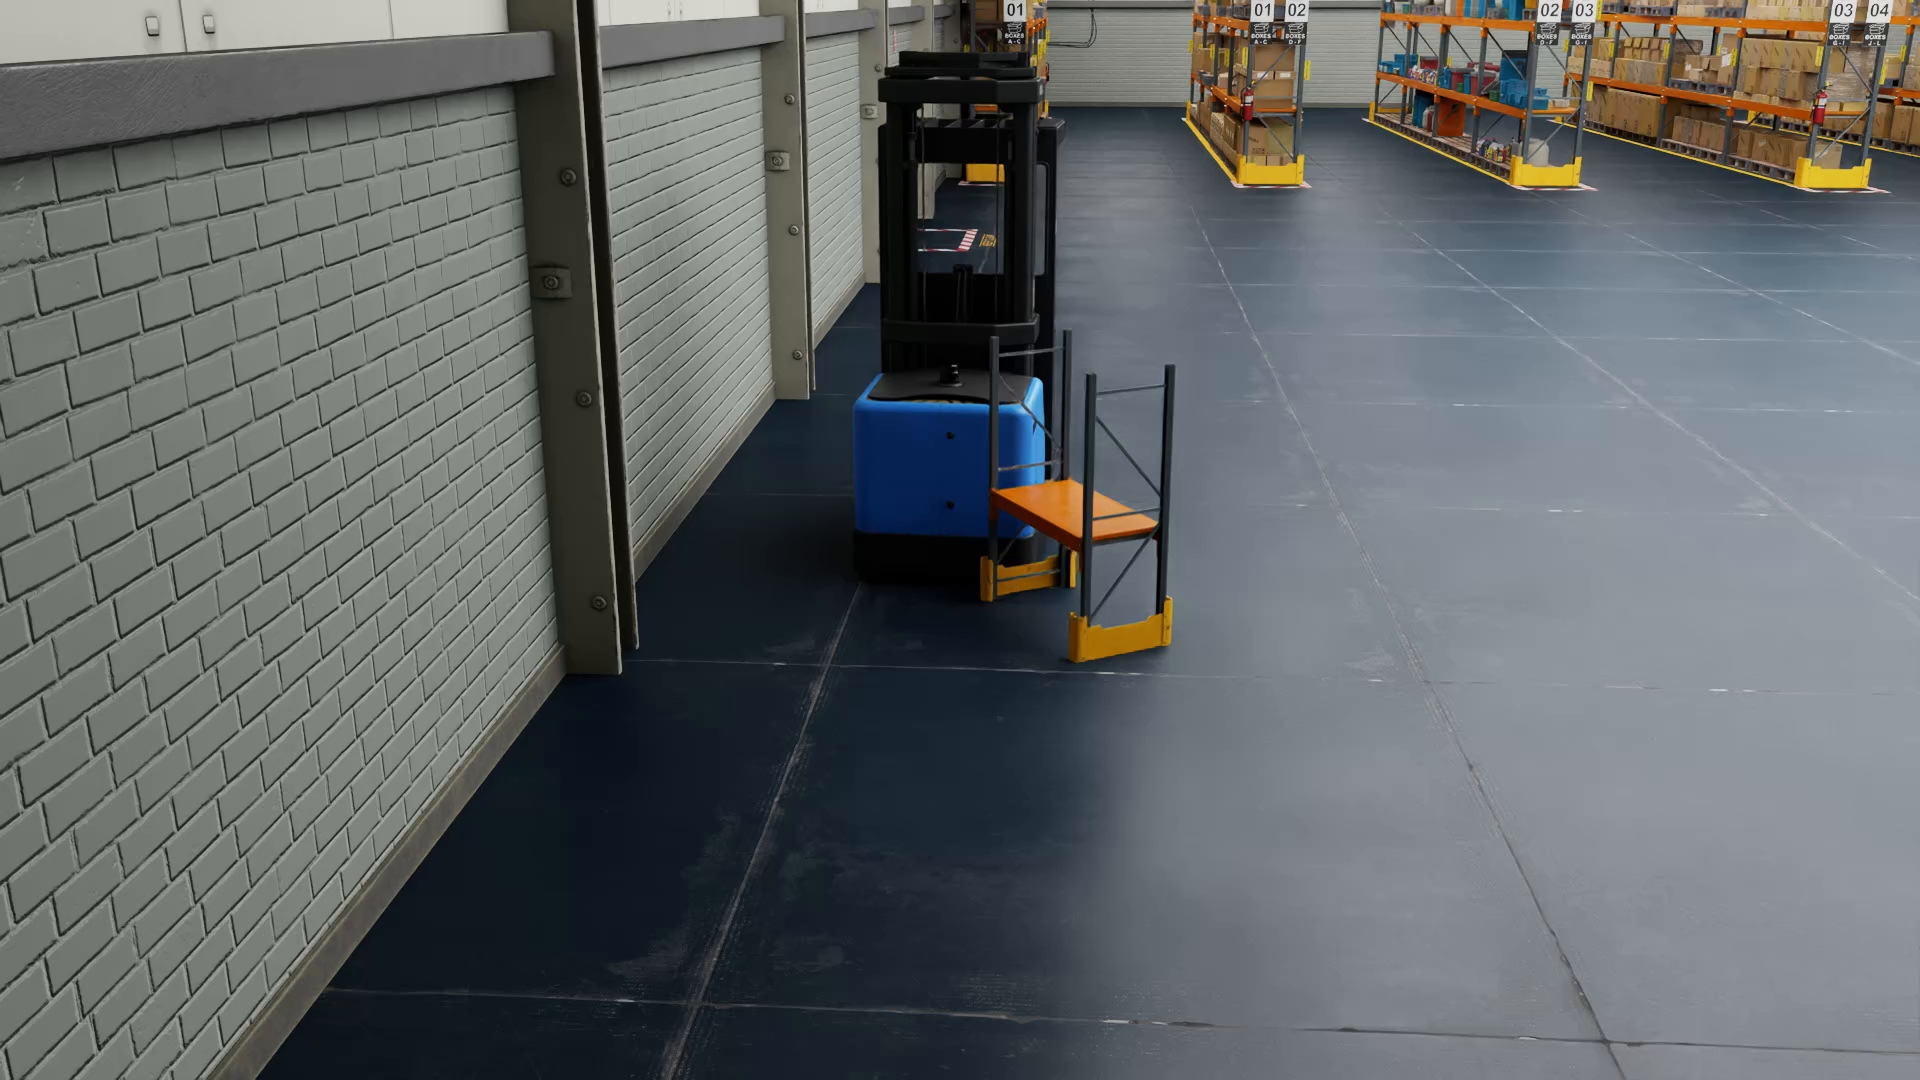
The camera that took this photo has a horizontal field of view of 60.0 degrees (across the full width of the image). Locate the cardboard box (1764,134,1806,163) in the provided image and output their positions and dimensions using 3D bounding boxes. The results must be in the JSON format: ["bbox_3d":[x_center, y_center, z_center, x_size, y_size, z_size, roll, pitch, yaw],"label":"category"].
[{"bbox_3d":[15.721,-7.457,31.704,0.500,0.500,0.500,0,18,-1],"label":"cardboard box"}]

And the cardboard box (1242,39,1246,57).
[{"bbox_3d":[5.812,-9.377,31.980,0.700,0.500,0.500,1,18,4],"label":"cardboard box"}]

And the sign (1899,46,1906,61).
[{"bbox_3d":[20.474,-10.563,36.111,0.100,0.325,0.005,1,18,4],"label":"sign"}]

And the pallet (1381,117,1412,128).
[{"bbox_3d":[11.522,-10.821,43.107,1.003,0.211,1.213,1,18,4],"label":"pallet"}]

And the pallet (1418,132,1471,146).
[{"bbox_3d":[11.151,-9.215,38.206,1.003,0.211,1.213,1,18,4],"label":"pallet"}]

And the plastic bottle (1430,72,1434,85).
[{"bbox_3d":[10.797,-10.536,37.966,0.097,0.271,0.097,0,18,0],"label":"plastic bottle"}]

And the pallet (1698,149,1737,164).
[{"bbox_3d":[15.844,-7.858,34.066,1.003,0.211,1.213,1,18,4],"label":"pallet"}]

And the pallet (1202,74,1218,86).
[{"bbox_3d":[6.174,-10.527,38.040,1.213,0.211,1.003,1,18,4],"label":"pallet"}]

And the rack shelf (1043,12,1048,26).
[{"bbox_3d":[1.685,-13.462,43.029,1.077,0.370,4.000,1,18,4],"label":"rack shelf"}]

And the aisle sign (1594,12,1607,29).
[{"bbox_3d":[16.954,-13.919,43.910,0.394,0.787,0.004,1,18,4],"label":"aisle sign"}]

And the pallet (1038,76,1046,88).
[{"bbox_3d":[1.310,-10.201,37.044,1.213,0.211,1.003,1,18,4],"label":"pallet"}]

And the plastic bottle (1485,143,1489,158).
[{"bbox_3d":[10.311,-7.620,32.516,0.061,0.283,0.133,2,18,6],"label":"plastic bottle"}]

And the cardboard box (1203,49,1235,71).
[{"bbox_3d":[6.239,-11.538,39.984,0.700,0.500,0.500,4,19,13],"label":"cardboard box"}]

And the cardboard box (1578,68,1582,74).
[{"bbox_3d":[16.223,-12.127,43.018,0.380,0.149,0.250,1,18,3],"label":"cardboard box"}]

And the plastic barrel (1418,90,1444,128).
[{"bbox_3d":[11.316,-10.350,39.889,0.600,0.901,0.708,1,18,4],"label":"plastic barrel"}]

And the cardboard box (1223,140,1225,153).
[{"bbox_3d":[5.573,-7.919,33.516,0.500,0.250,0.500,1,18,4],"label":"cardboard box"}]

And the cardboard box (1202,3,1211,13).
[{"bbox_3d":[6.252,-13.159,41.190,0.500,0.250,0.500,1,18,4],"label":"cardboard box"}]

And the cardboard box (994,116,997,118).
[{"bbox_3d":[1.095,-8.999,36.379,0.700,0.500,0.500,1,18,4],"label":"cardboard box"}]

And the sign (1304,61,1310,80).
[{"bbox_3d":[6.175,-8.356,29.590,0.100,0.325,0.005,1,18,4],"label":"sign"}]

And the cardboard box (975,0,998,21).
[{"bbox_3d":[0.458,-9.648,30.041,0.500,0.500,0.500,3,18,8],"label":"cardboard box"}]

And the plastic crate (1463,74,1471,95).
[{"bbox_3d":[10.618,-9.394,34.300,0.392,0.384,0.575,1,18,4],"label":"plastic crate"}]

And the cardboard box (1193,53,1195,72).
[{"bbox_3d":[6.443,-12.646,44.038,0.500,0.500,0.500,1,18,3],"label":"cardboard box"}]

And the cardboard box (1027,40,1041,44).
[{"bbox_3d":[1.680,-11.845,39.879,0.500,0.250,0.500,2,18,5],"label":"cardboard box"}]

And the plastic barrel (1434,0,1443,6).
[{"bbox_3d":[11.113,-12.538,38.159,0.433,0.535,0.433,0,18,0],"label":"plastic barrel"}]

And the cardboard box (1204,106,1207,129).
[{"bbox_3d":[6.097,-10.047,39.575,0.500,0.500,0.500,1,18,2],"label":"cardboard box"}]

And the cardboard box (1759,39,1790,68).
[{"bbox_3d":[15.433,-9.161,31.319,0.500,0.500,0.500,1,18,4],"label":"cardboard box"}]

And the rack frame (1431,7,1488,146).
[{"bbox_3d":[11.136,-10.294,37.022,1.000,3.000,0.127,1,18,4],"label":"rack frame"}]

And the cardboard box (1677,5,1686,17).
[{"bbox_3d":[15.789,-11.398,35.813,0.500,0.250,0.500,2,18,5],"label":"cardboard box"}]

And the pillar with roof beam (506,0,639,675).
[{"bbox_3d":[2.442,-3.568,6.861,9.100,9.000,0.400,1,18,4],"label":"pillar with roof beam"}]

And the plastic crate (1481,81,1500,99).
[{"bbox_3d":[10.685,-8.863,32.753,0.767,0.338,0.504,1,18,4],"label":"plastic crate"}]

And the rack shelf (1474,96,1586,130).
[{"bbox_3d":[10.706,-8.089,31.447,1.077,0.370,4.000,1,18,4],"label":"rack shelf"}]

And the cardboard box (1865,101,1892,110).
[{"bbox_3d":[20.829,-9.785,37.604,0.500,0.250,0.500,2,18,5],"label":"cardboard box"}]

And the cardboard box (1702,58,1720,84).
[{"bbox_3d":[15.822,-9.730,34.461,0.797,0.503,0.637,3,18,10],"label":"cardboard box"}]

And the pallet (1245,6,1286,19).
[{"bbox_3d":[5.699,-9.524,29.996,1.003,0.211,1.213,1,18,4],"label":"pallet"}]

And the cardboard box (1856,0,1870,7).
[{"bbox_3d":[15.753,-9.323,28.841,0.380,0.149,0.250,1,18,4],"label":"cardboard box"}]

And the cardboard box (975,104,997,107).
[{"bbox_3d":[0.521,-8.118,30.591,0.500,0.250,0.500,2,18,5],"label":"cardboard box"}]

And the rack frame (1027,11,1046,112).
[{"bbox_3d":[1.828,-13.000,45.280,1.000,3.000,0.127,1,18,4],"label":"rack frame"}]

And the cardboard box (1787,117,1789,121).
[{"bbox_3d":[21.151,-10.659,42.040,0.380,0.149,0.250,2,18,5],"label":"cardboard box"}]

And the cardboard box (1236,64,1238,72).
[{"bbox_3d":[5.679,-9.362,32.976,0.380,0.149,0.250,2,18,5],"label":"cardboard box"}]

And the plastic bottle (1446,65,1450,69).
[{"bbox_3d":[11.670,-11.163,39.752,0.144,0.351,0.185,1,18,4],"label":"plastic bottle"}]

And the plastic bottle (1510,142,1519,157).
[{"bbox_3d":[10.927,-7.696,32.761,0.152,0.276,0.135,1,18,4],"label":"plastic bottle"}]

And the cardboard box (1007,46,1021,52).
[{"bbox_3d":[1.251,-10.872,36.877,0.380,0.149,0.250,-2,18,-5],"label":"cardboard box"}]

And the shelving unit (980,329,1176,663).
[{"bbox_3d":[0.611,-0.272,8.844,0.587,1.500,1.083,-9,20,-25],"label":"shelving unit"}]

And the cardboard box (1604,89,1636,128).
[{"bbox_3d":[16.337,-10.417,40.134,1.225,0.875,0.875,1,18,4],"label":"cardboard box"}]

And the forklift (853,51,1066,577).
[{"bbox_3d":[0.079,-1.586,10.555,1.130,2.935,3.031,2,18,7],"label":"forklift"}]

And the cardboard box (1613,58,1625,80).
[{"bbox_3d":[16.081,-11.336,40.042,0.500,0.500,0.500,1,18,4],"label":"cardboard box"}]

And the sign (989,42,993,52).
[{"bbox_3d":[0.701,-11.077,37.551,0.100,0.325,0.005,1,18,4],"label":"sign"}]

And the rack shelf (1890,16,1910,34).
[{"bbox_3d":[21.160,-11.746,37.792,1.077,0.370,4.000,1,18,4],"label":"rack shelf"}]

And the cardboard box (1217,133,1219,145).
[{"bbox_3d":[5.724,-8.508,35.312,0.500,0.250,0.500,2,18,5],"label":"cardboard box"}]

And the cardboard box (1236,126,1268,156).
[{"bbox_3d":[5.364,-7.344,30.555,0.500,0.500,0.500,1,18,4],"label":"cardboard box"}]

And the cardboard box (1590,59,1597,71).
[{"bbox_3d":[16.204,-11.958,41.864,0.500,0.250,0.500,2,18,5],"label":"cardboard box"}]

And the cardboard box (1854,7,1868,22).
[{"bbox_3d":[15.795,-9.197,29.097,0.500,0.250,0.500,2,18,6],"label":"cardboard box"}]

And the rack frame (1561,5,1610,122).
[{"bbox_3d":[16.650,-12.668,44.267,1.000,3.000,0.127,1,18,4],"label":"rack frame"}]

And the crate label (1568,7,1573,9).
[{"bbox_3d":[11.026,-9.738,30.747,0.502,0.251,0.408,1,18,4],"label":"crate label"}]

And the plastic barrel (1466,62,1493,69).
[{"bbox_3d":[11.405,-10.208,36.541,0.600,0.536,0.708,1,18,4],"label":"plastic barrel"}]

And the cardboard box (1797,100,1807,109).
[{"bbox_3d":[15.302,-7.829,29.903,0.380,0.149,0.250,1,18,4],"label":"cardboard box"}]
